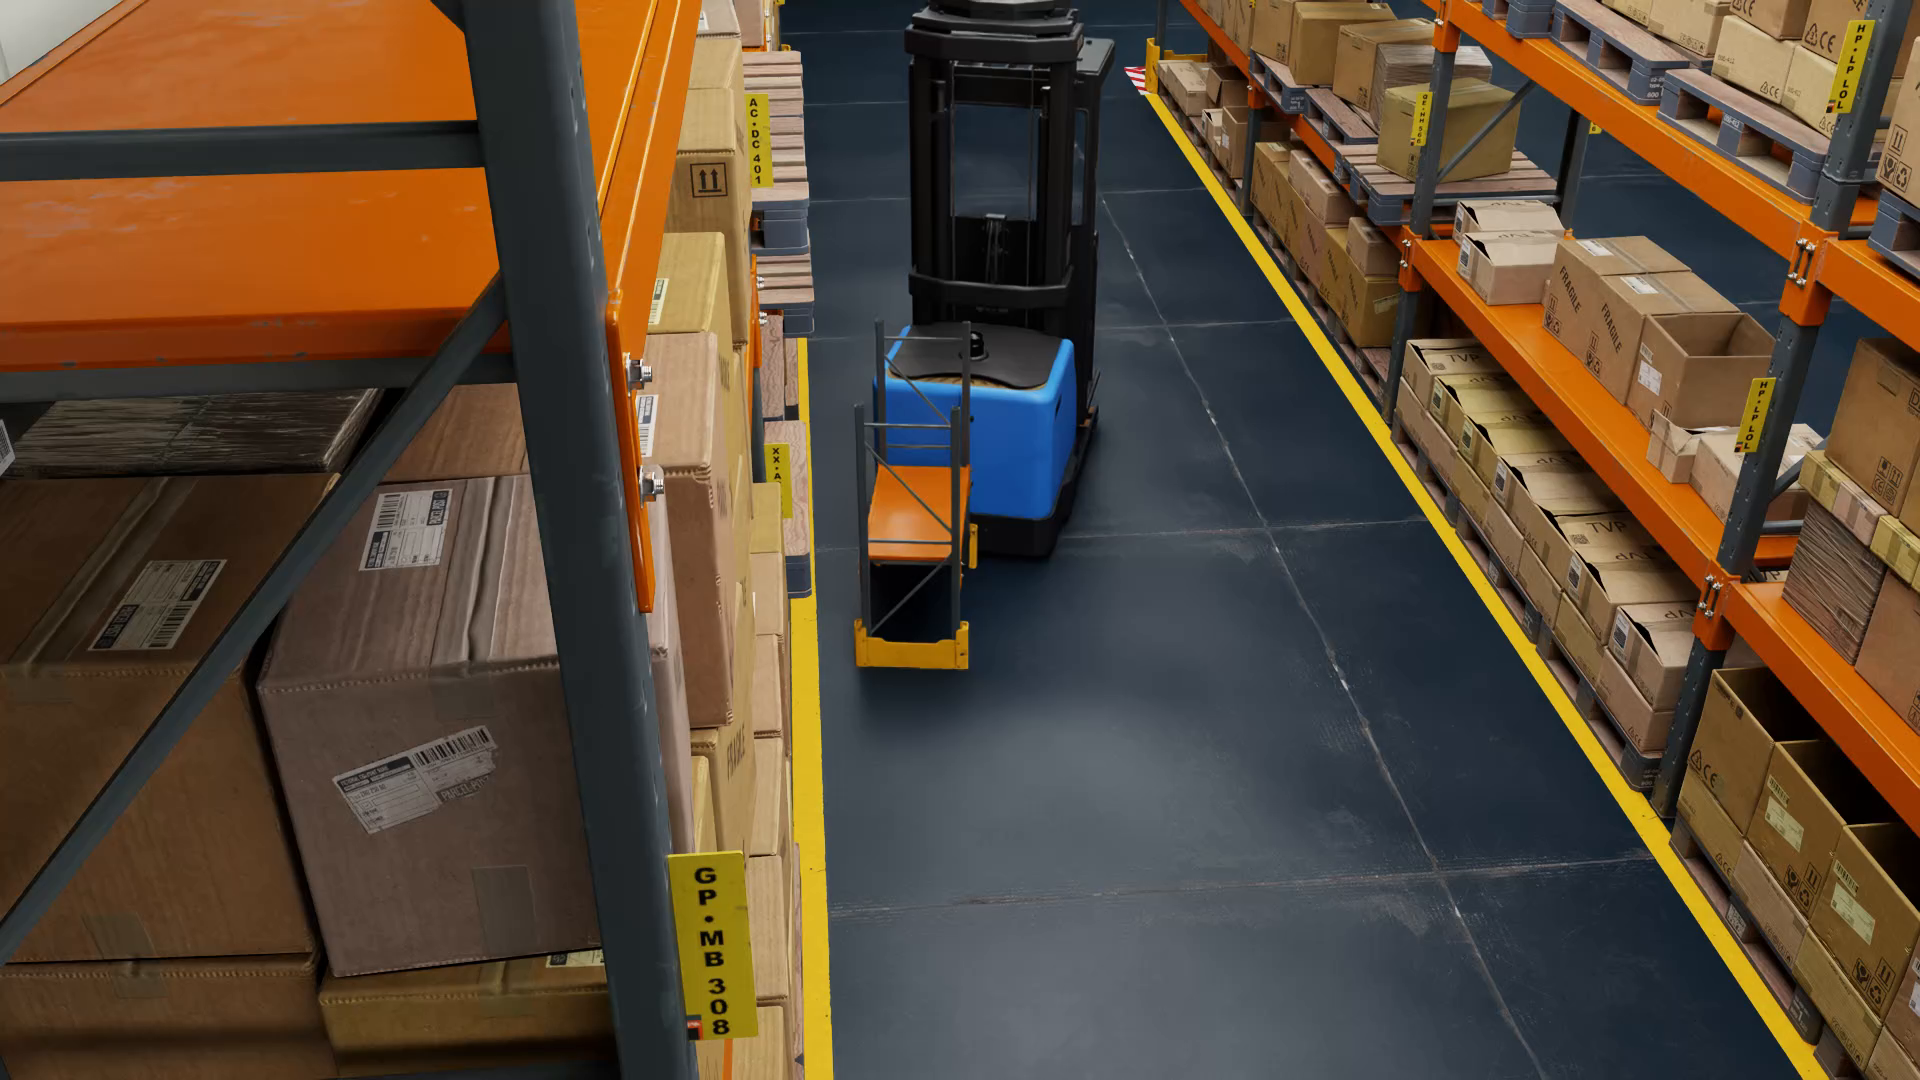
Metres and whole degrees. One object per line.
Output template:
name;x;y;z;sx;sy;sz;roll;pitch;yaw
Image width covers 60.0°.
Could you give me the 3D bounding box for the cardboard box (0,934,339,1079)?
cardboard box;-1.153;0.680;2.644;0.500;0.500;0.500;-1;31;-1

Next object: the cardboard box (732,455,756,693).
cardboard box;-0.711;0.158;3.519;0.500;0.500;0.500;-1;31;-2

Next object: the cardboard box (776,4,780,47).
cardboard box;-2.080;-4.686;14.377;0.980;0.700;0.700;-4;31;-6

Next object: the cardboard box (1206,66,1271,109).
cardboard box;2.768;-4.221;15.898;0.797;0.503;0.637;-3;31;-5

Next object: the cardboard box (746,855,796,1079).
cardboard box;-0.685;1.179;4.246;0.500;0.500;0.500;-4;31;-6

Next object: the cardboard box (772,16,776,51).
cardboard box;-1.631;-3.602;12.448;0.500;0.500;0.500;-3;31;-4

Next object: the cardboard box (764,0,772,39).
cardboard box;-1.599;-3.659;11.813;0.500;0.250;0.500;-2;31;-4

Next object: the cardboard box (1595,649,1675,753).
cardboard box;3.369;0.741;7.856;0.500;0.250;0.500;-3;31;-5

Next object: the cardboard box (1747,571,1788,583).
cardboard box;3.864;0.220;8.183;0.500;0.311;0.500;-3;31;-5

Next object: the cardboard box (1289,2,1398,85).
cardboard box;2.898;-3.768;12.627;0.700;0.500;0.500;2;31;3

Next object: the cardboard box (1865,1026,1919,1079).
cardboard box;3.574;1.957;5.822;0.500;0.250;0.500;-3;31;-5

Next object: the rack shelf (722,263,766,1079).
rack shelf;-1.049;0.220;4.233;1.077;0.370;4.000;-3;31;-5

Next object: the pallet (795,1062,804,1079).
pallet;-1.020;2.341;5.626;1.003;0.211;1.213;-3;31;-5

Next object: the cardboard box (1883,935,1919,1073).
cardboard box;3.570;1.635;5.629;0.500;0.500;0.500;-3;31;-5

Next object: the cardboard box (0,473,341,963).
cardboard box;-1.162;0.244;2.399;0.500;0.500;0.500;-1;31;-2

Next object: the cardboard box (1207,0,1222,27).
cardboard box;2.547;-4.957;15.026;0.500;0.500;0.500;-2;31;-3

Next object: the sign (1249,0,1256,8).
sign;2.409;-4.487;13.493;0.100;0.325;0.005;-3;31;-5

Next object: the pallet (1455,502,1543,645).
pallet;3.471;0.138;9.314;1.003;0.211;1.213;-3;31;-5

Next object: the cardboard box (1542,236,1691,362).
cardboard box;3.496;-1.290;8.888;0.500;0.500;0.500;-4;31;-7

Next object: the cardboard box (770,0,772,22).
cardboard box;-1.646;-3.920;12.249;0.500;0.250;0.500;-2;31;-4

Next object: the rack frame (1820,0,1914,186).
rack frame;3.696;-2.637;5.389;1.000;3.000;0.127;-3;31;-5

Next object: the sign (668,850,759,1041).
sign;-0.321;0.531;2.158;0.100;0.325;0.005;-3;31;-5

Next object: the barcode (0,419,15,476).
barcode;-1.426;-0.136;2.470;0.001;0.075;0.075;-3;31;-5

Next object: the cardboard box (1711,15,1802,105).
cardboard box;3.594;-2.060;7.086;0.500;0.250;0.500;-6;31;-9

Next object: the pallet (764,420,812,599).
pallet;-1.162;-0.137;7.241;1.003;0.211;1.213;-3;31;-5

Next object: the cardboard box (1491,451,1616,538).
cardboard box;3.231;-0.272;9.005;0.500;0.311;0.500;-3;31;-5

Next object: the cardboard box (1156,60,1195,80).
cardboard box;2.272;-4.922;17.417;0.380;0.149;0.250;-3;31;-5

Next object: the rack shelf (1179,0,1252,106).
rack shelf;2.762;-4.858;15.659;1.077;0.370;4.000;-3;31;-5

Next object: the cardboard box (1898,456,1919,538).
cardboard box;3.792;-0.177;5.759;0.700;0.500;0.500;-3;31;-5

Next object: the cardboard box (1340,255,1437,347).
cardboard box;3.001;-1.685;11.655;0.500;0.500;0.500;-2;31;-3

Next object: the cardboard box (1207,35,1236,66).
cardboard box;2.871;-5.038;17.268;0.500;0.500;0.500;-3;31;-5

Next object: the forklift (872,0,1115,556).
forklift;0.301;-1.908;10.087;1.130;2.935;3.031;6;31;10

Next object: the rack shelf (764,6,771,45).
rack shelf;-1.796;-3.864;11.071;1.077;0.370;4.000;-3;31;-5

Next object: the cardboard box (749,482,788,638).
cardboard box;-0.883;0.139;5.989;0.500;0.500;0.500;-3;31;-5

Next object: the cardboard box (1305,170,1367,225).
cardboard box;2.892;-2.558;12.385;0.500;0.250;0.500;-3;31;-6

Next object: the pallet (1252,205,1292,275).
pallet;3.062;-2.535;13.788;1.003;0.211;1.213;-3;31;-5

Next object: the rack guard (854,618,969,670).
rack guard;-0.249;0.539;8.604;0.587;0.250;0.087;2;31;3

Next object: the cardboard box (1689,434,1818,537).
cardboard box;3.607;-0.246;7.383;0.500;0.250;0.500;-1;31;-1

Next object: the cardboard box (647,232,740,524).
cardboard box;-0.711;-0.276;3.270;0.500;0.500;0.500;-2;31;-3

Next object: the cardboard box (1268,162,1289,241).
cardboard box;2.812;-2.731;13.406;0.500;0.500;0.500;-2;31;-4

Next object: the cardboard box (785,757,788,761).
cardboard box;-0.851;0.716;5.753;0.500;0.250;0.500;-3;31;-4

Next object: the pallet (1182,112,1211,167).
pallet;2.768;-3.923;16.113;1.003;0.211;1.213;-3;31;-5

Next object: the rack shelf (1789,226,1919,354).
rack shelf;3.883;-0.019;4.633;1.077;0.370;4.000;-3;31;-5

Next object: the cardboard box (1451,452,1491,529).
cardboard box;3.182;-0.300;9.599;0.500;0.250;0.500;-4;31;-6

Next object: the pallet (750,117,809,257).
pallet;-1.187;-1.349;6.342;1.213;0.211;1.003;-3;31;-5

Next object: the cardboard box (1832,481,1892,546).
cardboard box;3.552;-0.108;6.276;0.380;0.149;0.250;-2;31;-4

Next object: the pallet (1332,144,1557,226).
pallet;3.189;-2.364;10.969;1.213;0.211;1.003;-3;31;-5

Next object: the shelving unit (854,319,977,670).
shelving unit;-0.222;-0.253;8.711;0.587;1.500;1.083;2;31;3
